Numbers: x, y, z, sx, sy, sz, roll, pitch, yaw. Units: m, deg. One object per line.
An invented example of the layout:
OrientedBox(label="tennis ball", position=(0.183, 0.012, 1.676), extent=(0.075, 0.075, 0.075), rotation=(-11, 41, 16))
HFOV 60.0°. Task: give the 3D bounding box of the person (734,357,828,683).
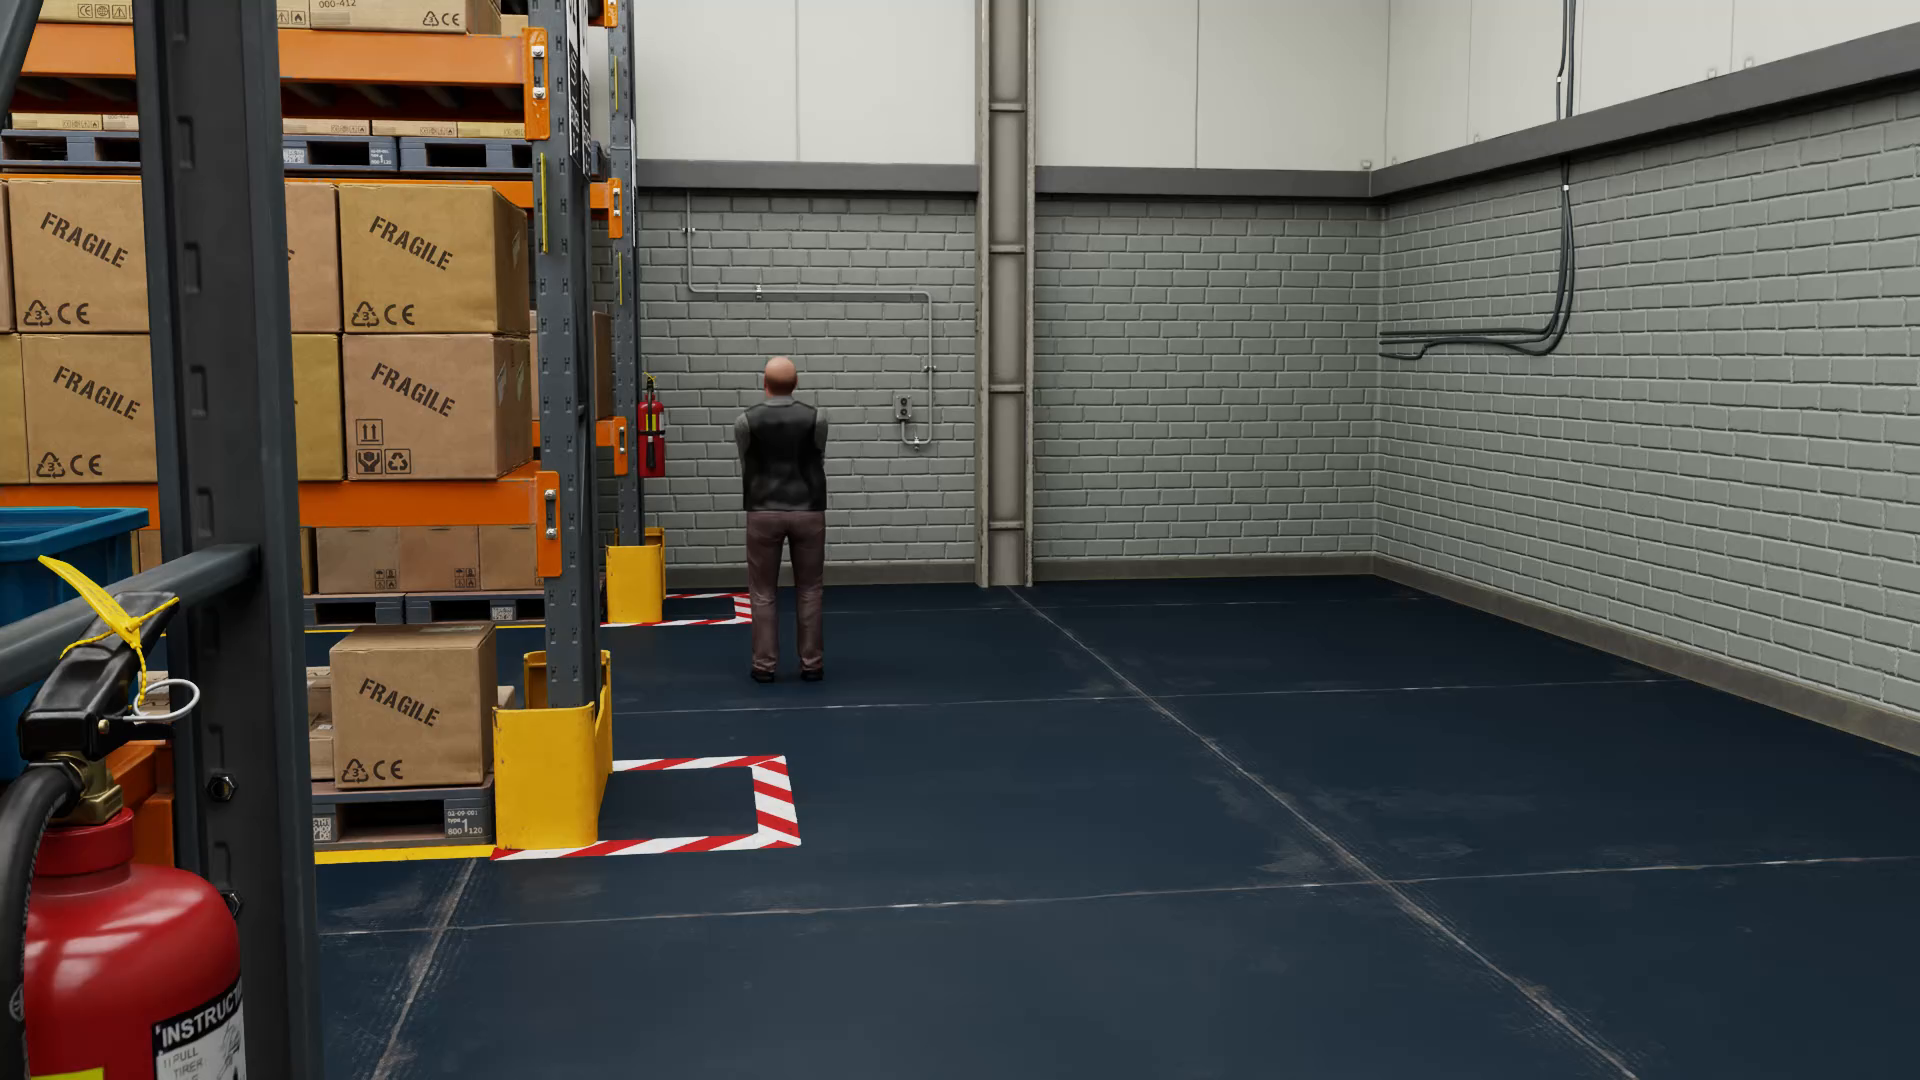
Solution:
OrientedBox(label="person", position=(-0.956, -0.119, 8.906), extent=(0.495, 1.718, 0.547), rotation=(-1, 7, -8))
